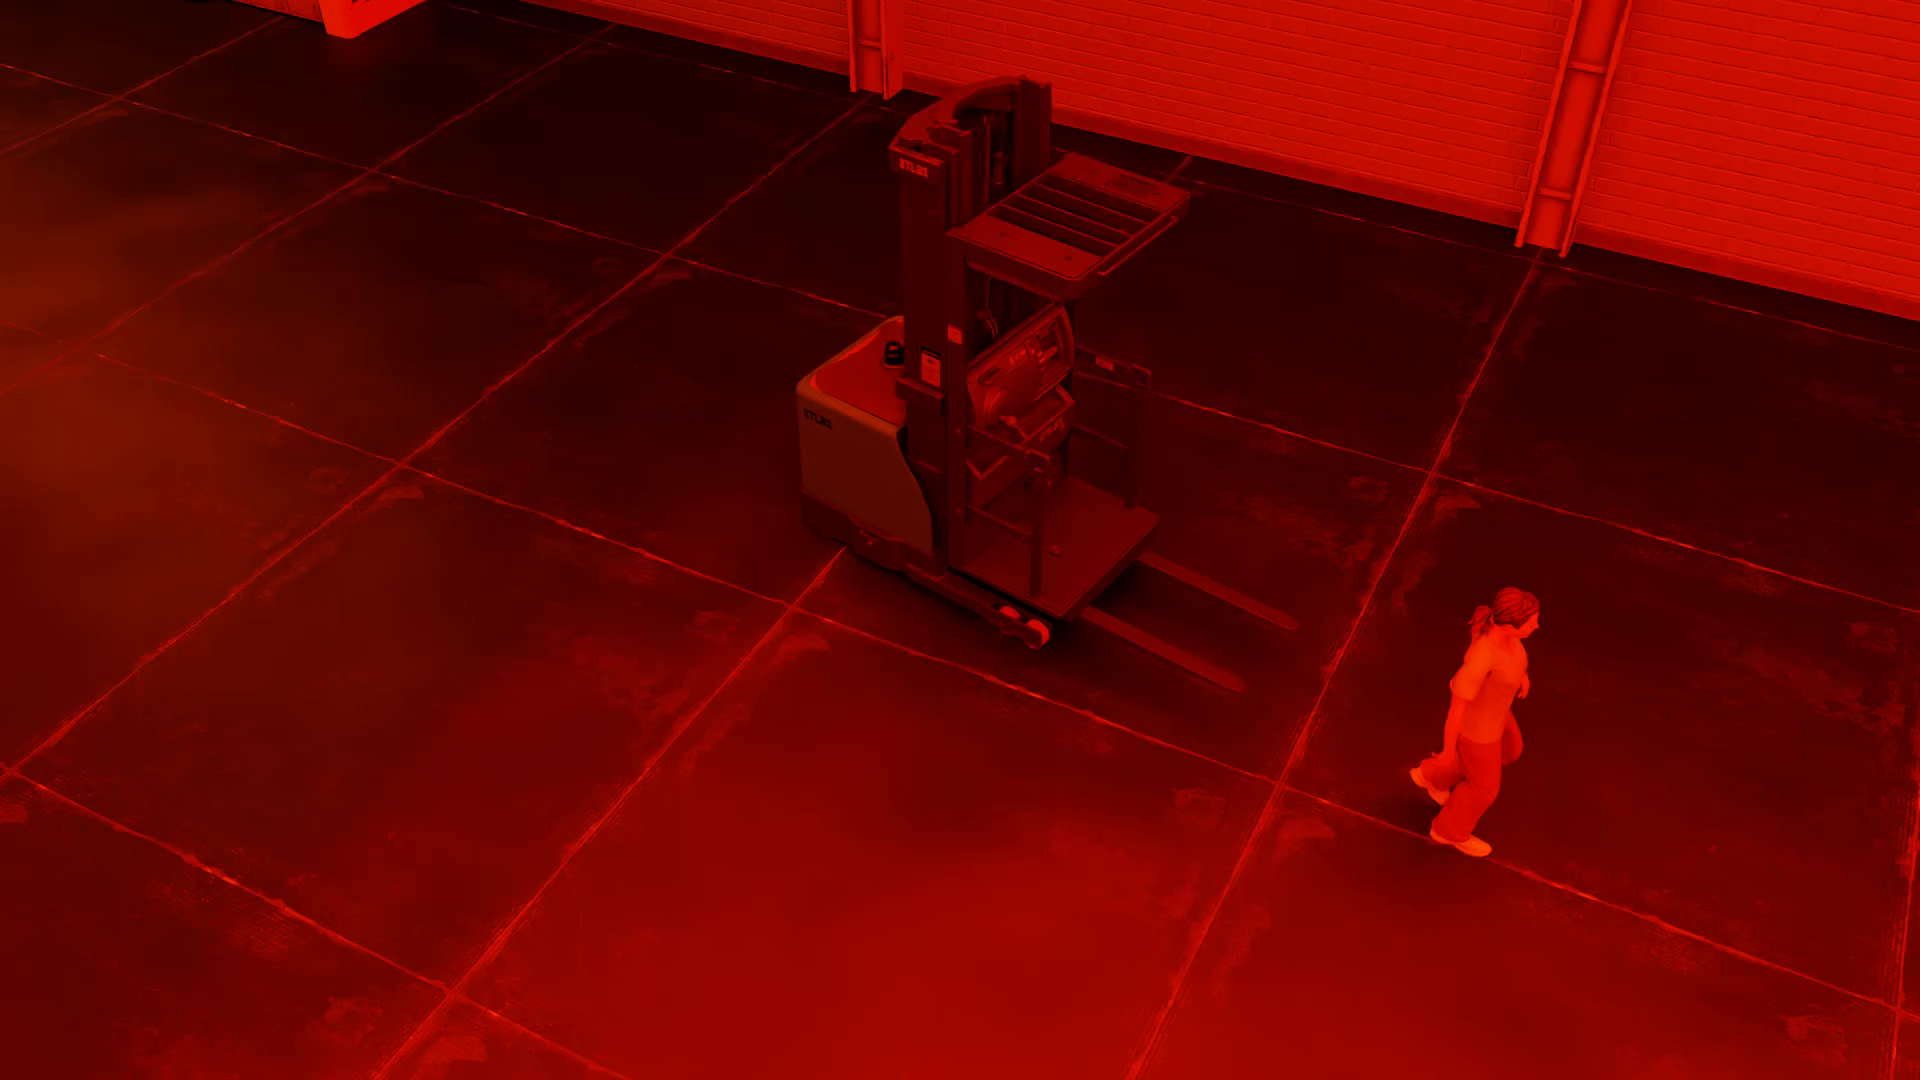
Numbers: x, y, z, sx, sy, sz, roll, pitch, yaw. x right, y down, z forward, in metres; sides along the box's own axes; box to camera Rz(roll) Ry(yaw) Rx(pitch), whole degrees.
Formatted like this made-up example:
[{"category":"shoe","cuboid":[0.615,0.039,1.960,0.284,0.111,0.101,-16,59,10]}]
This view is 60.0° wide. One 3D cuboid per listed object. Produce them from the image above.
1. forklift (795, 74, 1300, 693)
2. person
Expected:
[{"category":"forklift","cuboid":[0.504,-0.890,9.043,3.031,2.935,1.130,26,47,27]},{"category":"person","cuboid":[2.486,0.851,7.969,0.490,1.656,0.652,15,42,17]}]
